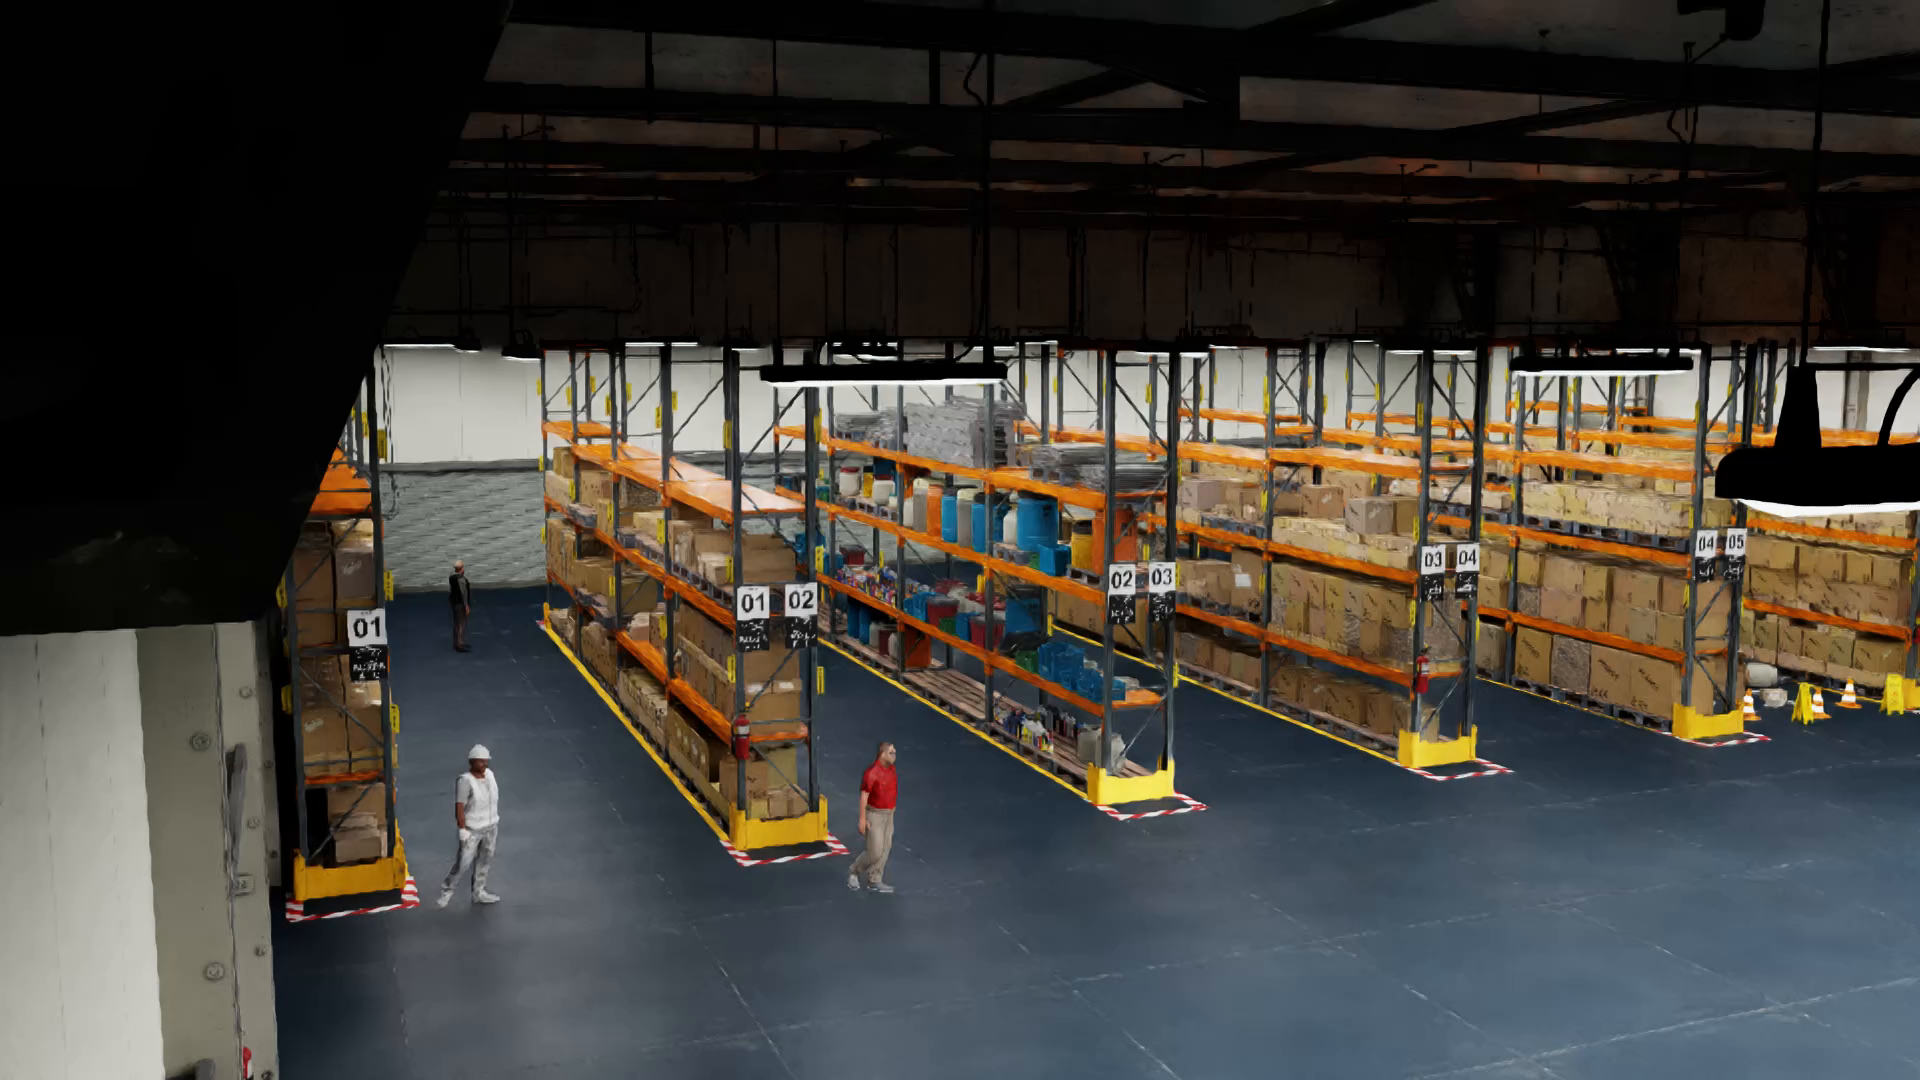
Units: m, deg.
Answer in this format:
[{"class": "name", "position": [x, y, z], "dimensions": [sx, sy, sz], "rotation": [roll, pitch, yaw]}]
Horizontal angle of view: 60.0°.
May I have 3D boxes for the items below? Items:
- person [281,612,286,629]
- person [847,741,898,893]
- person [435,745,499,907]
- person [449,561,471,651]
[{"class": "person", "position": [-13.807, 1.043, 34.398], "dimensions": [0.475, 1.665, 0.648], "rotation": [3, 8, 24]}, {"class": "person", "position": [-0.976, 3.081, 18.537], "dimensions": [0.545, 1.719, 0.605], "rotation": [5, 9, 32]}, {"class": "person", "position": [-5.356, 3.112, 18.069], "dimensions": [0.523, 1.773, 0.741], "rotation": [4, 8, 27]}, {"class": "person", "position": [-9.694, 1.267, 32.304], "dimensions": [0.376, 1.732, 0.594], "rotation": [-6, 9, -37]}]
